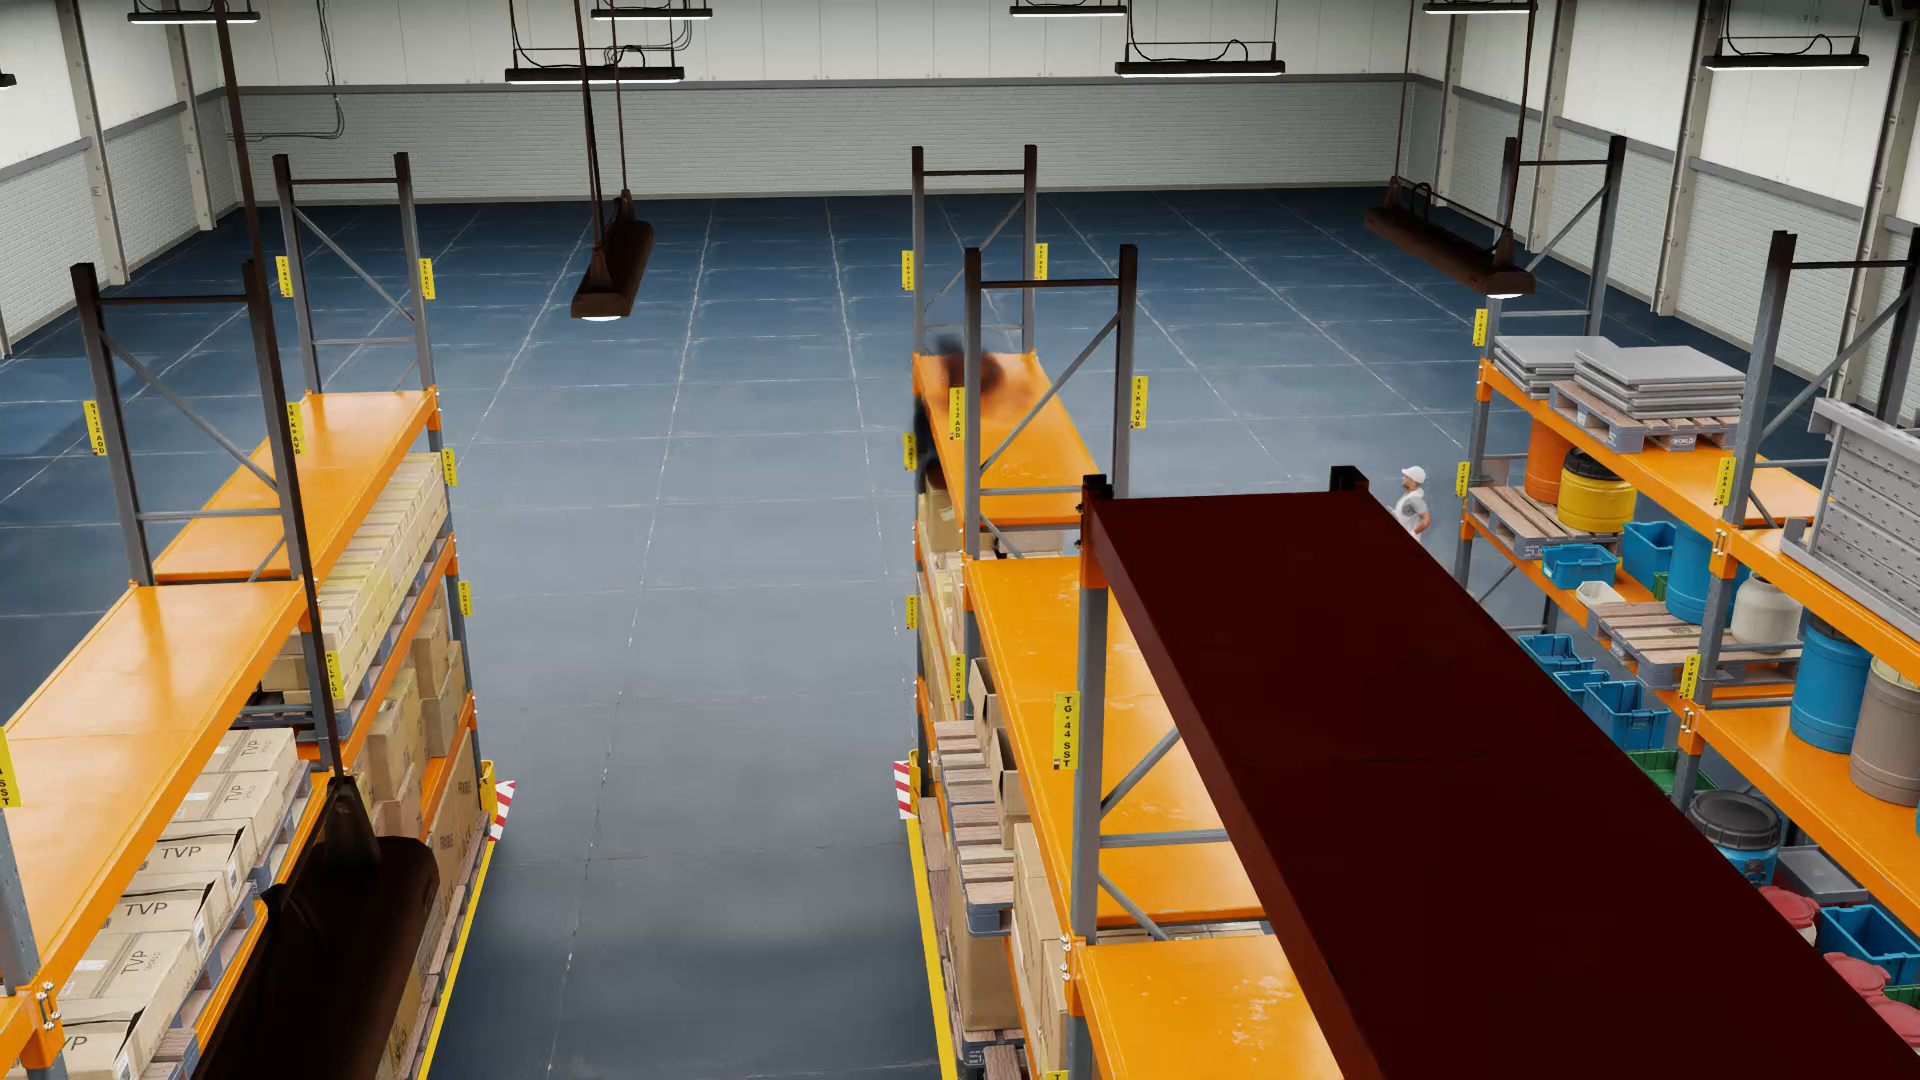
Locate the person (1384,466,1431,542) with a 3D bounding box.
[{"bbox_3d":[5.146,0.005,19.183,0.991,1.796,0.667,9,23,21],"label":"person"}]
